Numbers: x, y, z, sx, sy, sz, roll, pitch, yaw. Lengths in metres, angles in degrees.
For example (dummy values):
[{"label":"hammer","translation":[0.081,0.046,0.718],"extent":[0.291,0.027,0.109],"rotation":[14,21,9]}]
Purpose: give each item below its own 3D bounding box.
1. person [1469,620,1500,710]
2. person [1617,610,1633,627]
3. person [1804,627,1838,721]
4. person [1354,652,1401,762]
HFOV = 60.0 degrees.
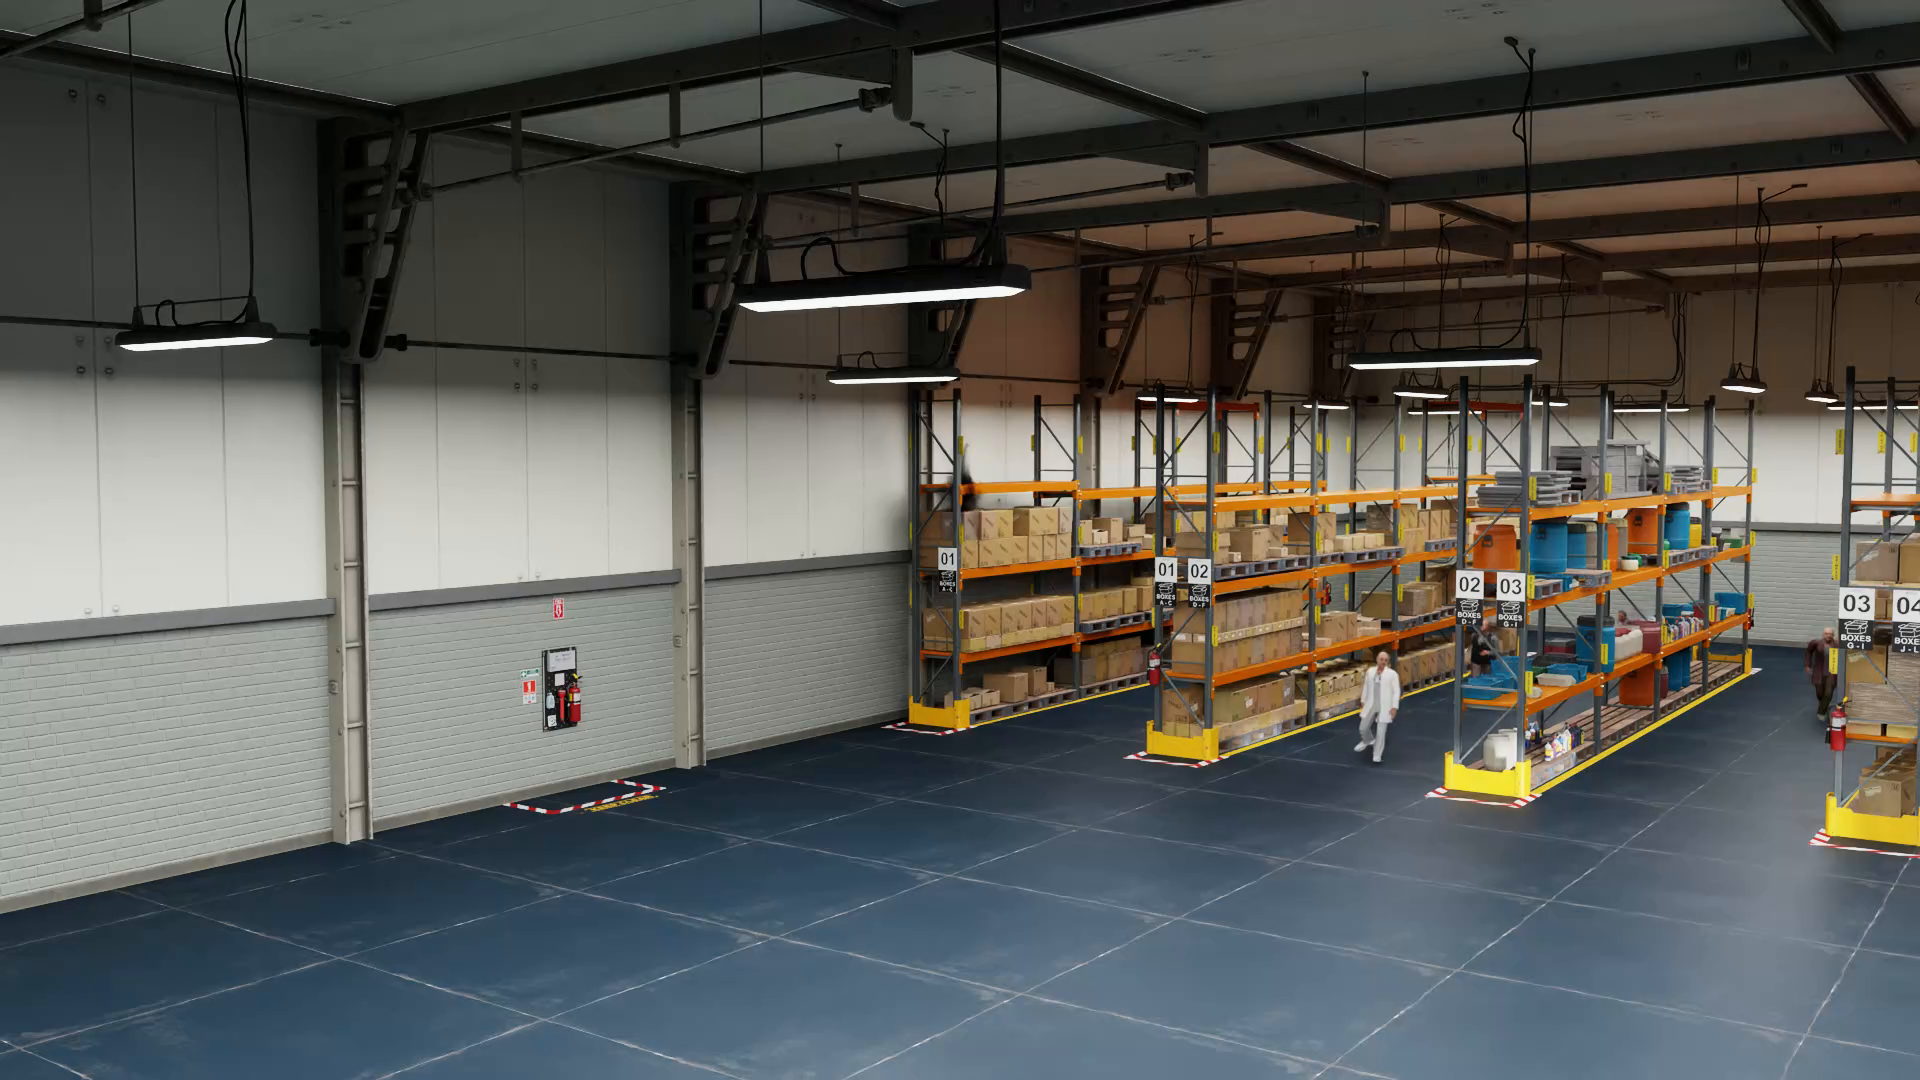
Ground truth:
[{"label":"person","translation":[9.866,2.356,31.360],"extent":[0.624,1.709,0.689],"rotation":[2,4,30]},{"label":"person","translation":[14.605,2.224,36.047],"extent":[1.002,1.466,0.604],"rotation":[-2,4,-29]},{"label":"person","translation":[15.786,2.425,30.318],"extent":[0.698,1.712,0.709],"rotation":[1,3,20]},{"label":"person","translation":[6.614,2.622,26.326],"extent":[0.813,1.732,0.613],"rotation":[2,4,35]}]
